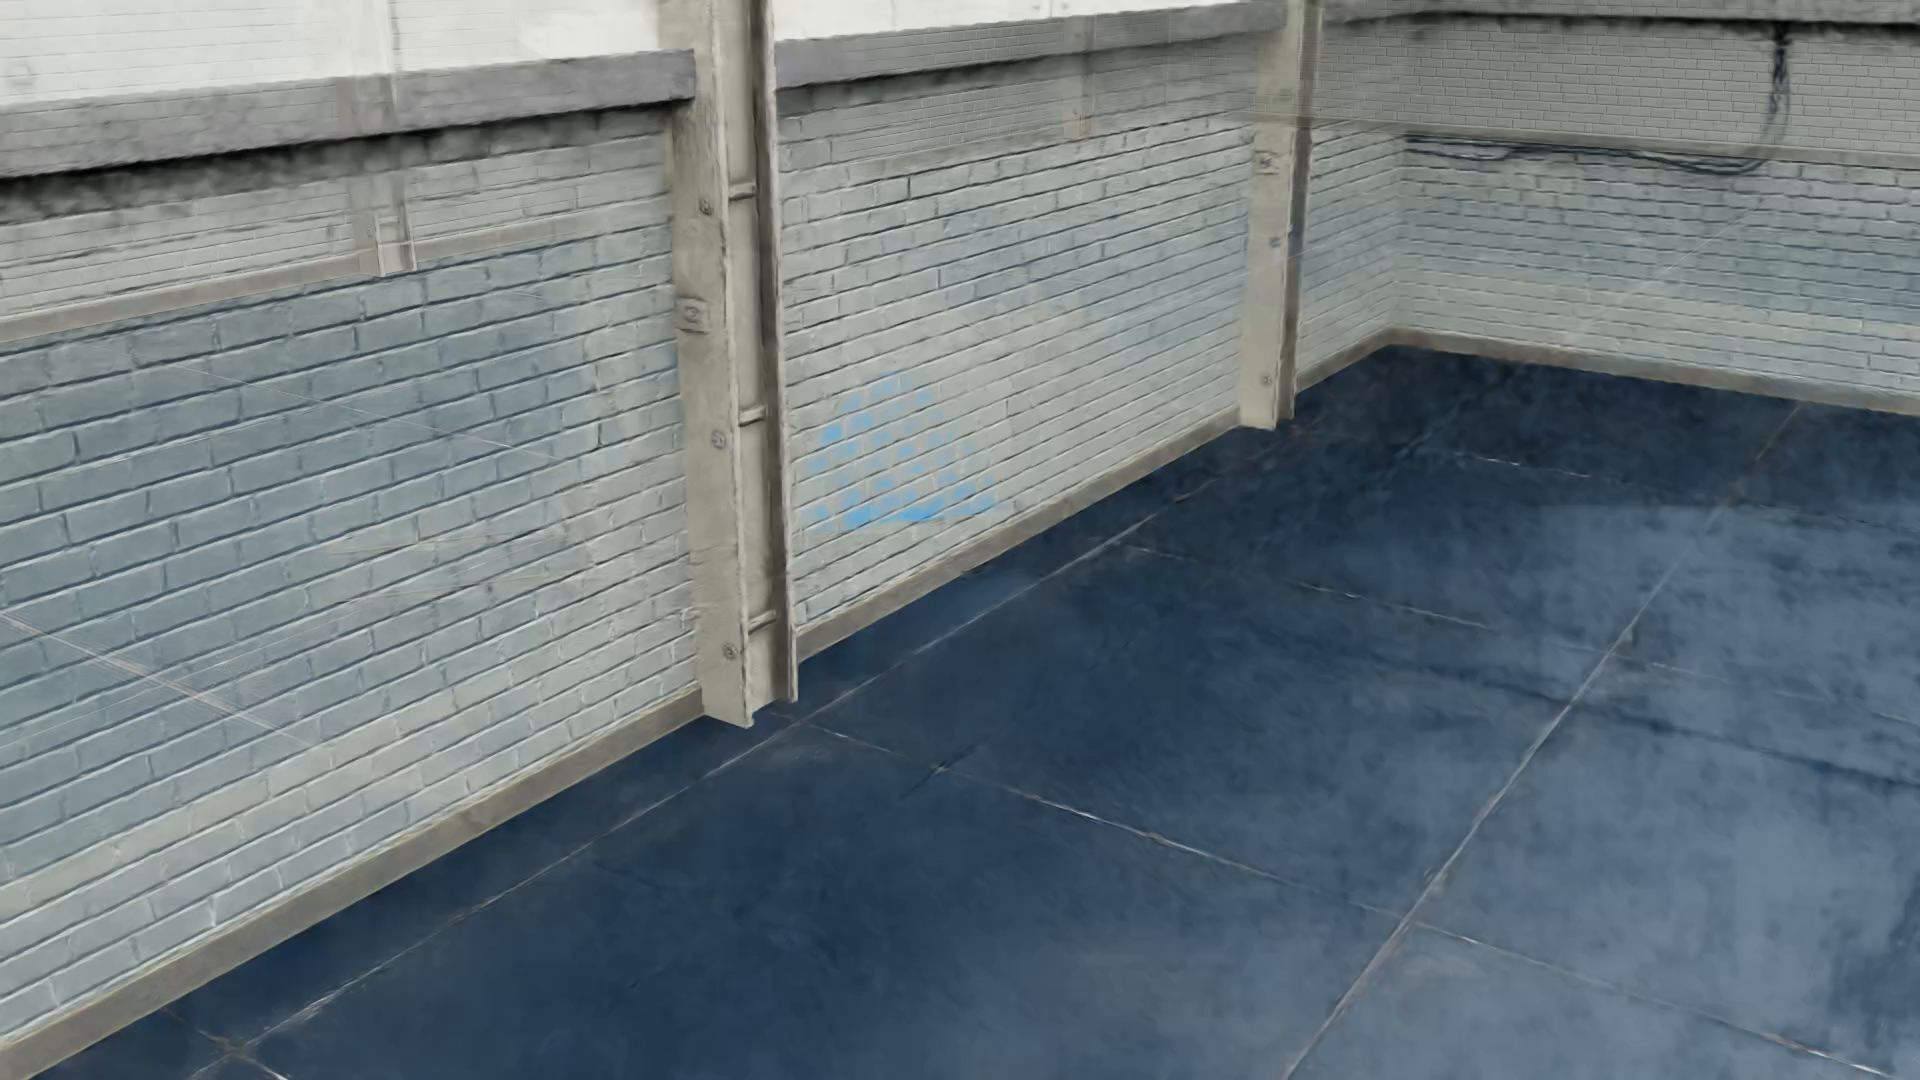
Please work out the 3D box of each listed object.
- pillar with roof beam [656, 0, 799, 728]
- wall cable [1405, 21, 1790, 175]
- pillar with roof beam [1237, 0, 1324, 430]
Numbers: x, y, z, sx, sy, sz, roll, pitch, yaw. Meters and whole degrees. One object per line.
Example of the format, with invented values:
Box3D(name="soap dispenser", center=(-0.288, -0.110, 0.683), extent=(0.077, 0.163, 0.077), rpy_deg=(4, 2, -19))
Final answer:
Box3D(name="pillar with roof beam", center=(1.886, -7.474, 15.499), extent=(9.100, 9.000, 0.400), rpy_deg=(13, 24, 32))
Box3D(name="wall cable", center=(4.448, -9.166, 24.550), extent=(3.097, 2.526, 0.112), rpy_deg=(13, 24, 32))
Box3D(name="pillar with roof beam", center=(5.259, -9.195, 20.153), extent=(9.100, 9.000, 0.400), rpy_deg=(13, 24, 32))
